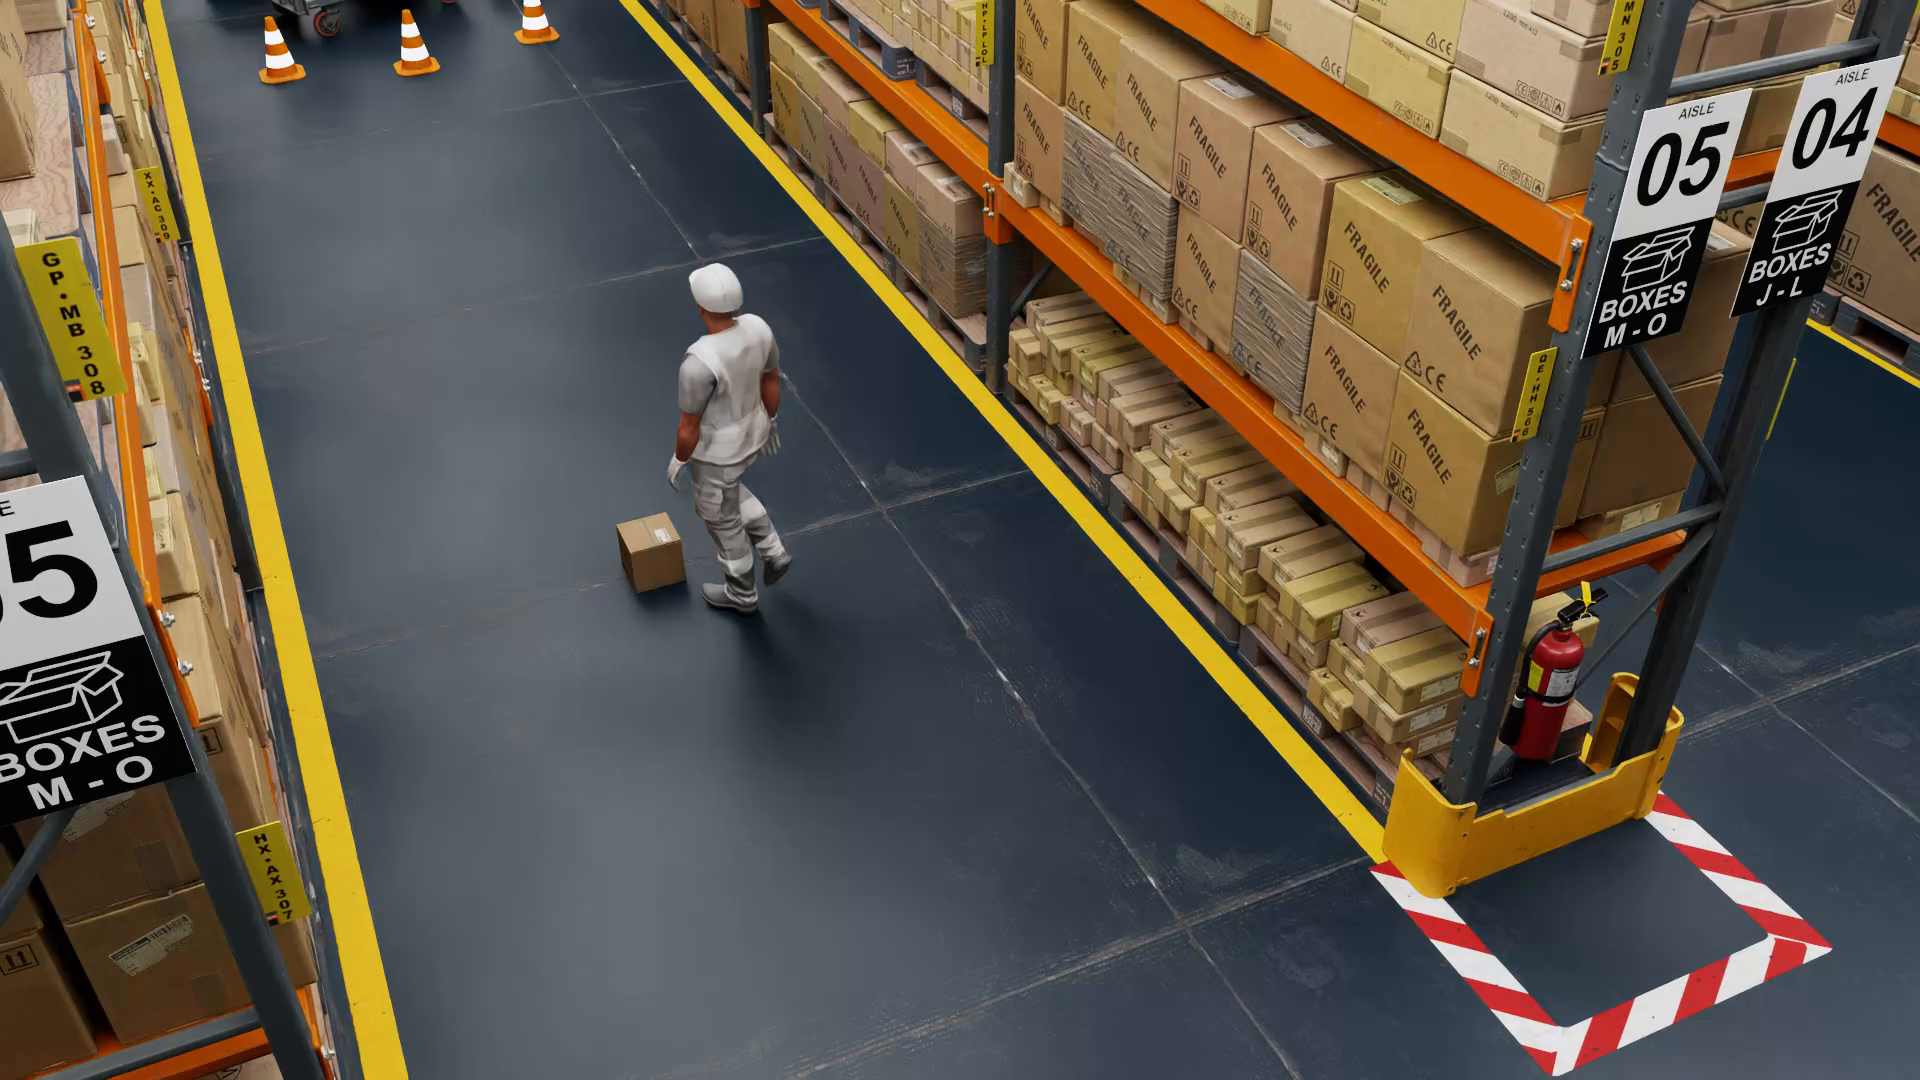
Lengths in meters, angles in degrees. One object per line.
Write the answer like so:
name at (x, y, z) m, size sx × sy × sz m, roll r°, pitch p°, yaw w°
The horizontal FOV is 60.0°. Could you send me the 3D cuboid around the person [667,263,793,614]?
person at (-1.052, -0.431, 7.372) m, size 0.472 × 1.785 × 0.550 m, roll 19°, pitch 41°, yaw 23°
